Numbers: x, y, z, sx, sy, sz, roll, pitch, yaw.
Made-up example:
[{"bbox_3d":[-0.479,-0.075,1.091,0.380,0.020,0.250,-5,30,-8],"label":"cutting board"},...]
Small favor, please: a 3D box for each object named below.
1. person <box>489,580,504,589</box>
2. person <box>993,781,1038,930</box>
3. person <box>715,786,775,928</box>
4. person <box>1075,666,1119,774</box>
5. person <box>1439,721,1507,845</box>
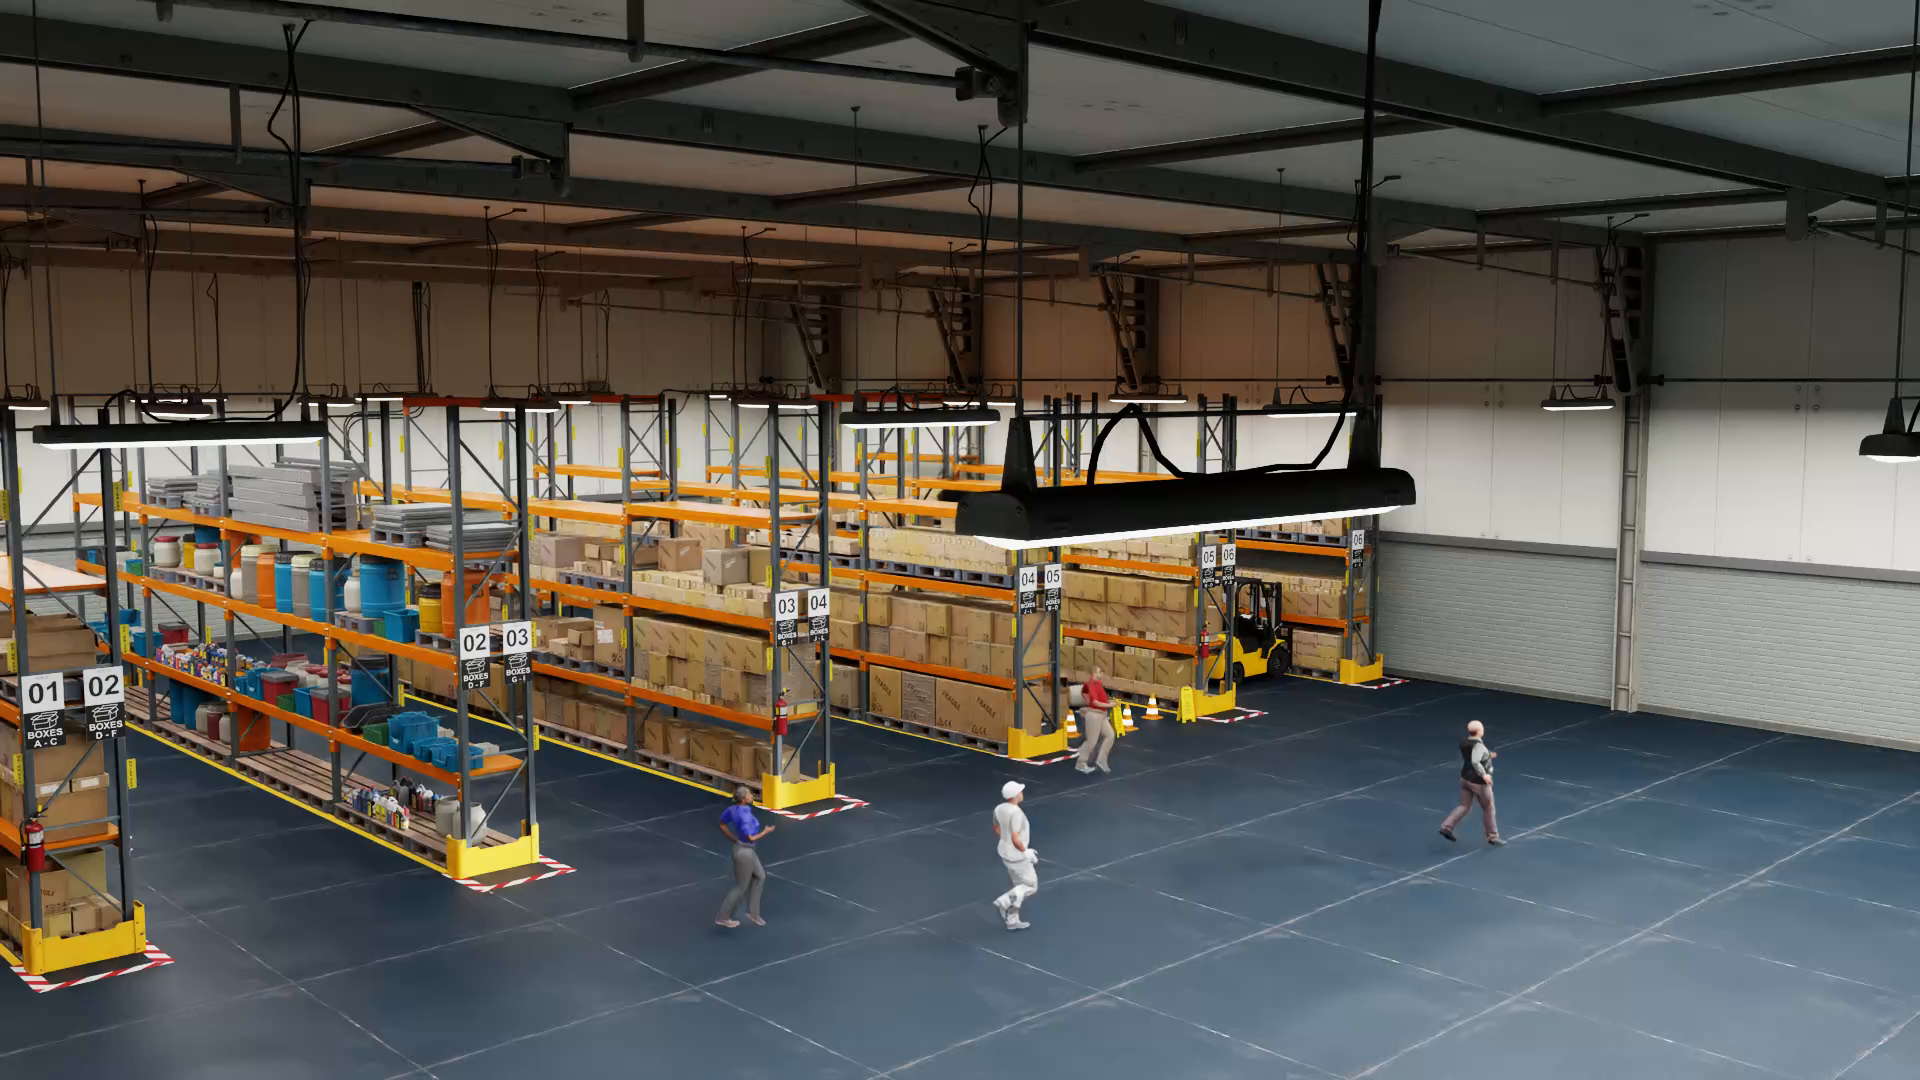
[{"bbox_3d":[-11.152,1.653,39.578,0.770,1.685,0.585,1,6,11],"label":"person"},{"bbox_3d":[0.607,3.624,19.091,0.601,1.738,0.658,-3,6,-27],"label":"person"},{"bbox_3d":[-2.481,3.664,19.115,0.714,1.714,0.556,-2,6,-18],"label":"person"},{"bbox_3d":[2.211,2.900,26.706,0.692,1.779,0.677,1,6,11],"label":"person"},{"bbox_3d":[6.952,3.281,22.425,0.968,1.709,0.653,-2,6,-19],"label":"person"}]
